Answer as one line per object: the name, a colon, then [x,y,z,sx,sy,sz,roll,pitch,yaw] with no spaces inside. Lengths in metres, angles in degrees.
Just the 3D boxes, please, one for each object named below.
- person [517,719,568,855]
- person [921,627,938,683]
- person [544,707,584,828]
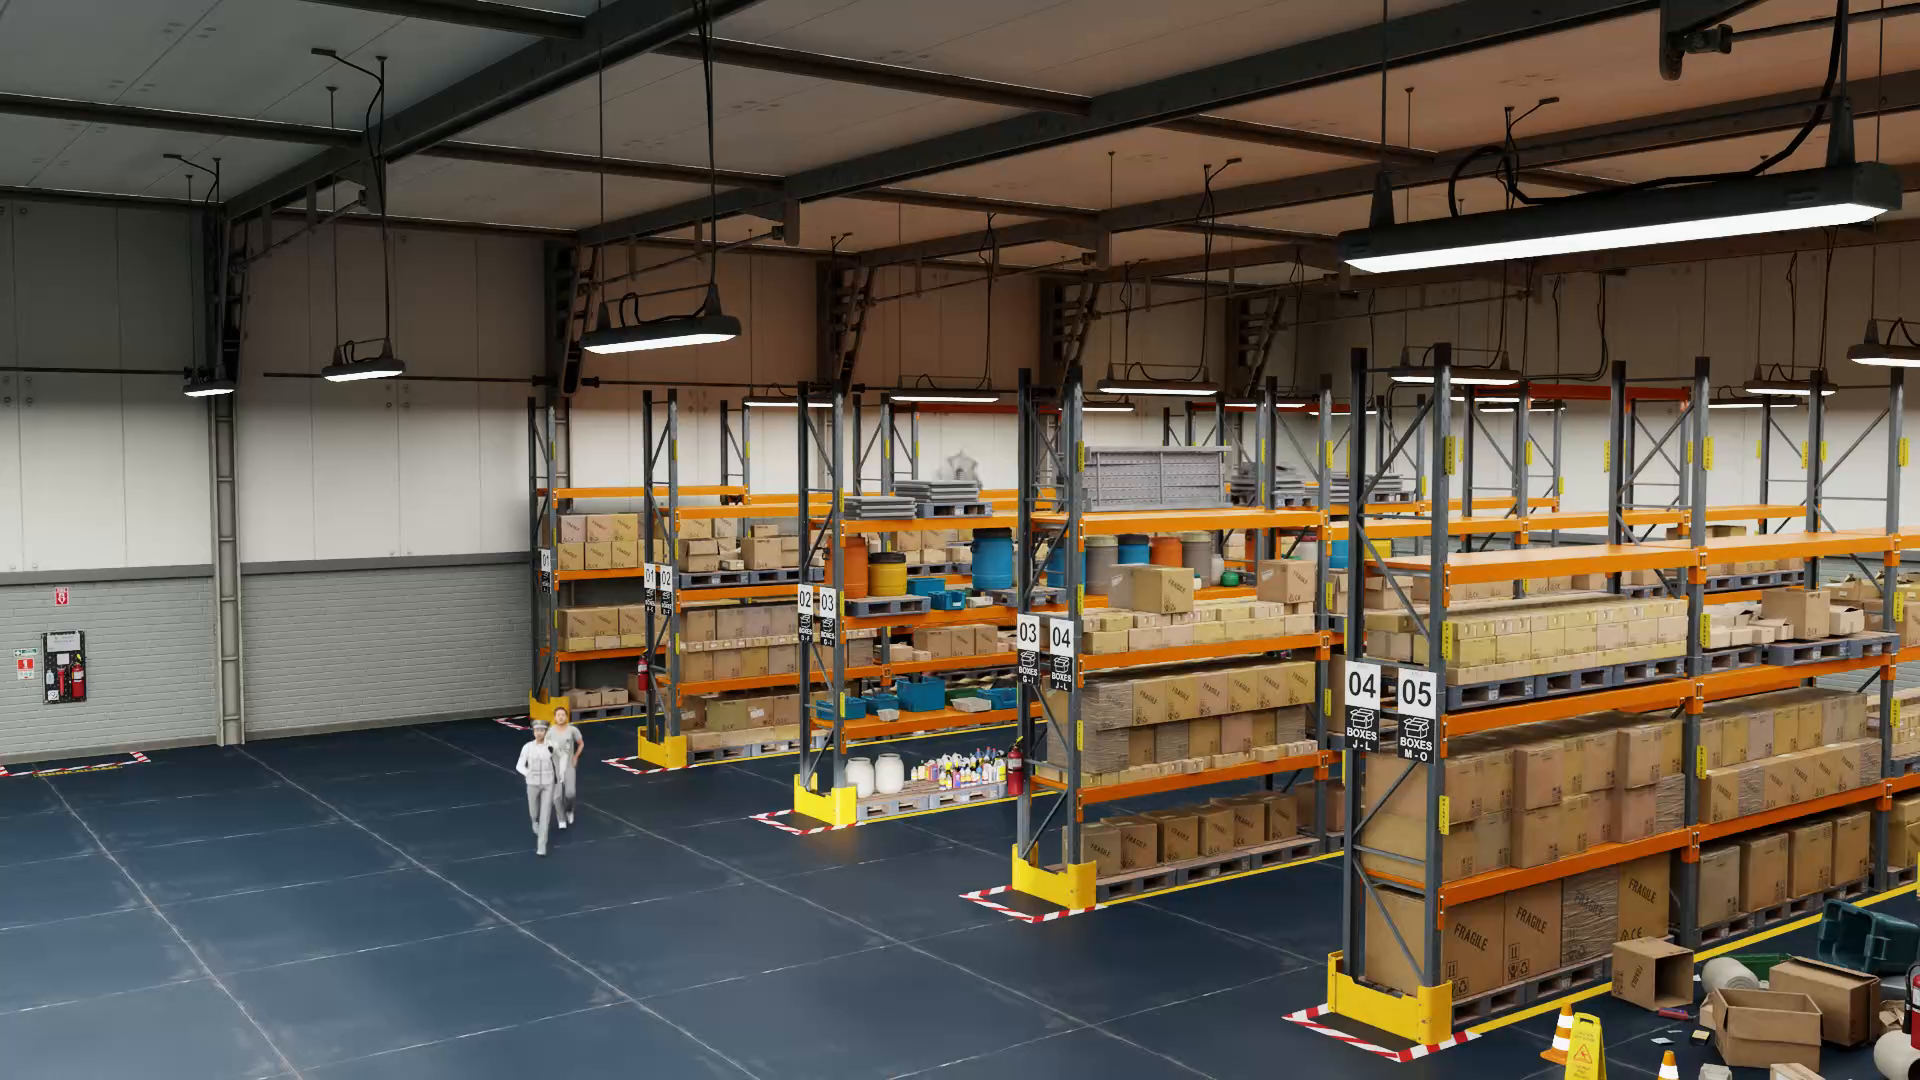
person: [-5.275,3.084,21.008,0.630,1.656,0.949,-1,3,-11]
person: [-0.536,2.484,31.707,0.547,1.636,0.580,-2,4,-34]
person: [-5.292,3.036,22.134,0.557,1.624,0.564,-1,3,-12]
